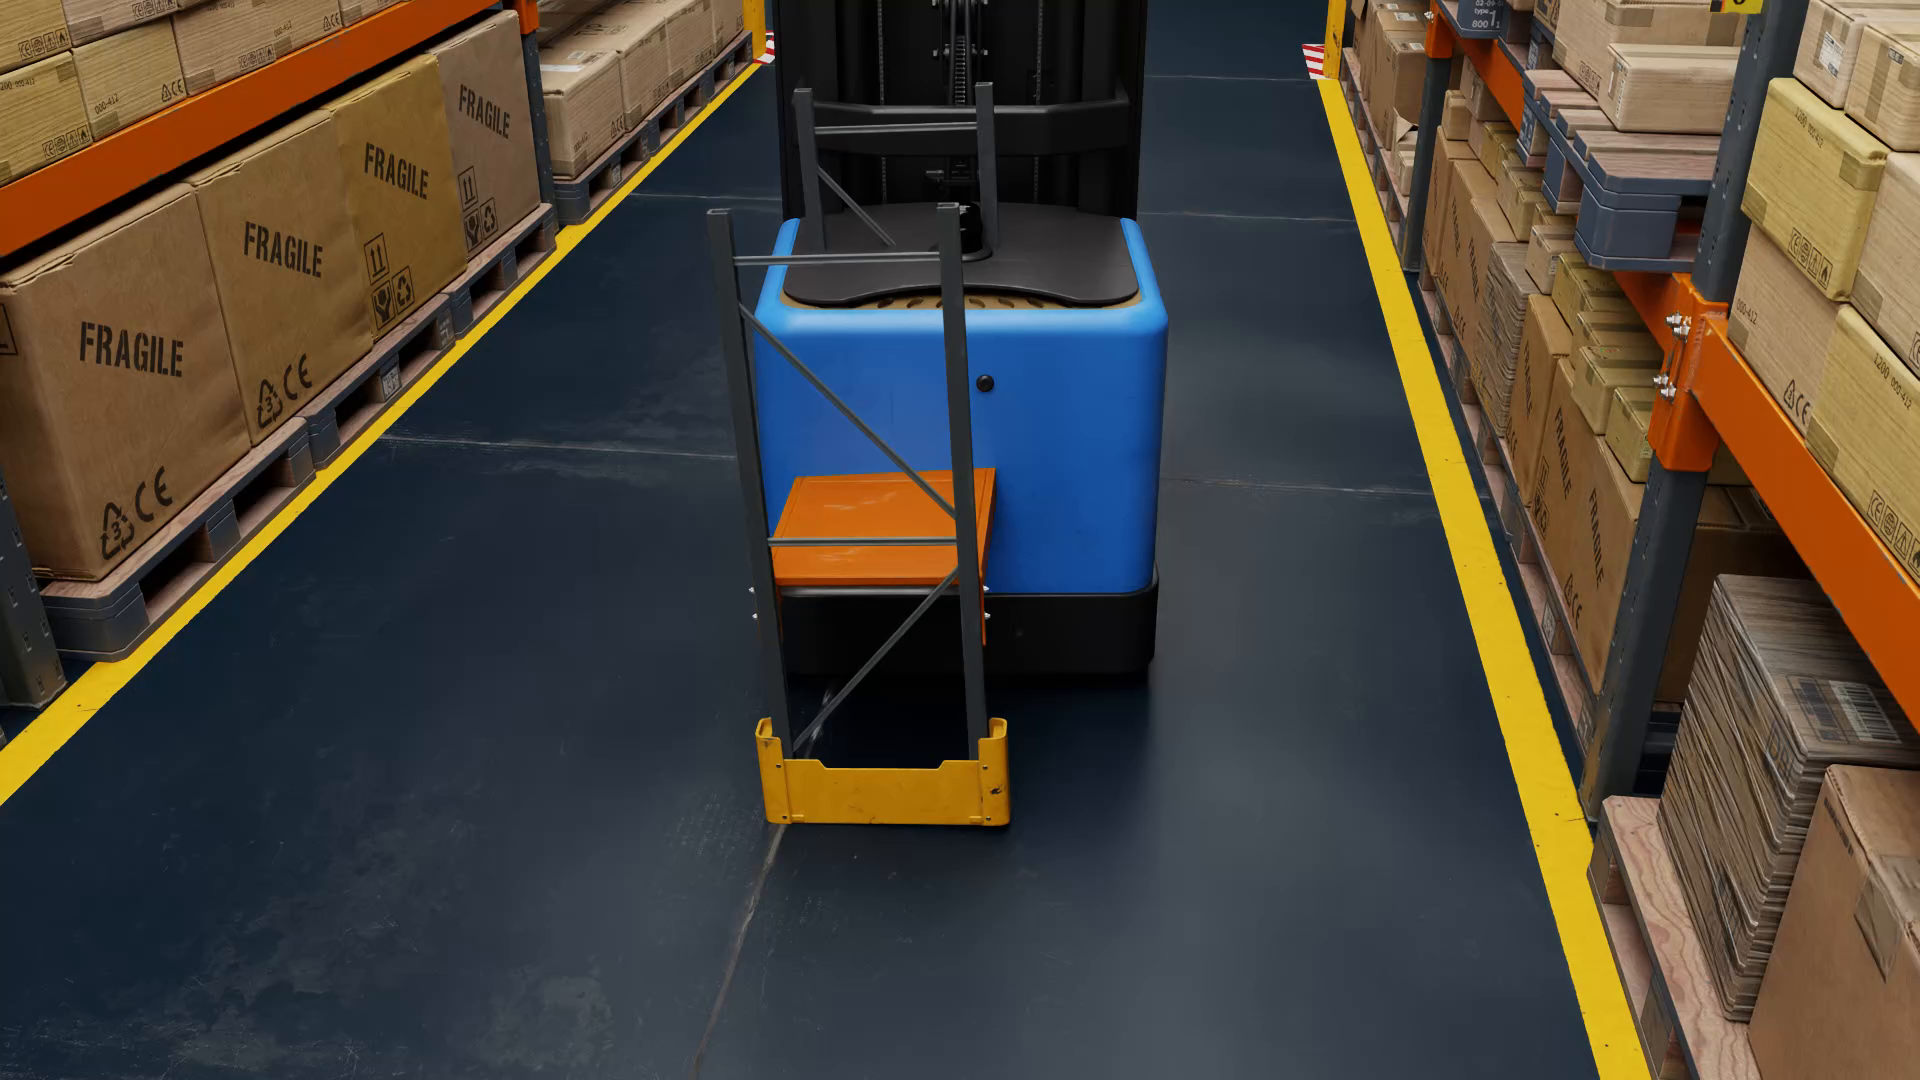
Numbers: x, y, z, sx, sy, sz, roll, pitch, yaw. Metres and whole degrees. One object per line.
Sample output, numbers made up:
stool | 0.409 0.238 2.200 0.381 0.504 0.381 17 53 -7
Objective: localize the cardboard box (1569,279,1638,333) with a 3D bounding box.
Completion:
cardboard box | 1.971 -0.627 4.760 0.380 0.149 0.250 4 29 8

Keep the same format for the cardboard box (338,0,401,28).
cardboard box | -2.380 -2.038 6.028 0.500 0.250 0.500 3 28 5

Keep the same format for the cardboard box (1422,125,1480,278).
cardboard box | 2.213 -1.389 6.858 0.500 0.500 0.500 5 29 8

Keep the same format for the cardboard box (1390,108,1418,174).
cardboard box | 2.316 -1.948 8.143 0.396 0.266 0.258 4 29 8

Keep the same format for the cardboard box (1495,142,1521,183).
cardboard box | 2.190 -1.350 6.101 0.380 0.149 0.250 3 28 5

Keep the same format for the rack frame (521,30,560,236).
rack frame | -2.431 -2.806 7.296 1.000 3.000 0.127 3 28 6

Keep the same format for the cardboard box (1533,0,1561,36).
cardboard box | 2.022 -1.646 4.591 0.797 0.503 0.637 3 28 5

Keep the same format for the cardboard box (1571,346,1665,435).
cardboard box | 1.818 -0.384 4.309 0.380 0.149 0.250 2 28 4

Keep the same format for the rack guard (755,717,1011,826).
rack guard | -0.178 0.548 3.940 0.587 0.250 0.087 0 28 6

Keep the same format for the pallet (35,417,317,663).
pallet | -2.750 -0.062 5.143 1.003 0.211 1.213 3 28 6

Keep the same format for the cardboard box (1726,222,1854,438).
cardboard box | 1.709 -0.376 2.943 0.500 0.250 0.500 3 29 6

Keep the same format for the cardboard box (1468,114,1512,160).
cardboard box | 2.231 -1.601 6.568 0.380 0.149 0.250 3 28 5

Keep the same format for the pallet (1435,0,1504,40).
pallet | 2.290 -2.065 6.123 1.003 0.211 1.213 3 28 6

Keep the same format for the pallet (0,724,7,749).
pallet | -3.018 0.672 3.779 1.003 0.211 1.213 3 28 6

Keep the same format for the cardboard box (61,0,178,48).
cardboard box | -2.549 -1.545 4.585 0.500 0.250 0.500 4 29 7

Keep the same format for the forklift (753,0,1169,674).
forklift | -0.002 -1.588 5.108 1.130 2.935 3.031 0 28 0

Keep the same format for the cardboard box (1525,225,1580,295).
cardboard box | 2.005 -0.876 5.222 0.380 0.149 0.250 2 28 4

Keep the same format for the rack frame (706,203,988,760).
rack frame | -0.212 0.007 3.628 0.500 1.500 0.032 0 28 6

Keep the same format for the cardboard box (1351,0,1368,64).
cardboard box | 2.817 -3.206 10.227 0.797 0.503 0.637 2 28 4

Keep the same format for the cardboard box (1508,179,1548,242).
cardboard box | 2.090 -1.118 5.671 0.380 0.149 0.250 4 29 8

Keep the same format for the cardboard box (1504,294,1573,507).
cardboard box | 1.977 -0.414 5.048 0.500 0.500 0.500 5 29 8

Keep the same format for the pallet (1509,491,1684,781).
pallet | 2.135 0.242 4.578 1.003 0.211 1.213 3 28 6

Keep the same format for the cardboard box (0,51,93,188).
cardboard box | -2.611 -1.073 4.237 0.500 0.250 0.500 3 28 5

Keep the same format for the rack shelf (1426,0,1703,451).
rack shelf | 2.251 -1.261 5.187 1.077 0.370 4.000 3 28 6

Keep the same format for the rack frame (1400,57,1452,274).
rack frame | 2.496 -2.519 6.763 1.000 3.000 0.127 3 28 6

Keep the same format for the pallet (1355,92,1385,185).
pallet | 2.728 -2.191 9.094 1.003 0.211 1.213 3 28 6

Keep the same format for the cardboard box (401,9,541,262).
cardboard box | -2.428 -1.759 7.150 0.875 0.875 0.875 4 29 8

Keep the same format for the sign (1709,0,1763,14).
sign | 1.466 -1.138 3.063 0.100 0.325 0.005 3 28 6

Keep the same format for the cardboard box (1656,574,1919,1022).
cardboard box | 1.916 0.517 3.189 0.875 0.625 0.625 4 29 8

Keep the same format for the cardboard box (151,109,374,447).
cardboard box | -2.641 -0.912 5.578 0.875 0.875 0.875 4 29 7

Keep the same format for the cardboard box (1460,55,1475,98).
cardboard box | 2.248 -1.863 6.741 0.380 0.149 0.250 3 28 5

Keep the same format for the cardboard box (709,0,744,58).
cardboard box | -1.922 -3.429 10.711 0.875 0.438 0.875 2 28 4

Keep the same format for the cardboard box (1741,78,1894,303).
cardboard box | 1.684 -0.597 2.827 0.500 0.250 0.500 3 28 6

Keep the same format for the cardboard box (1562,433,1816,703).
cardboard box | 1.844 0.068 4.154 0.500 0.500 0.500 4 29 8

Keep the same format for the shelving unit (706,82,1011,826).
shelving unit | -0.170 -0.238 4.082 0.587 1.500 1.083 0 28 6

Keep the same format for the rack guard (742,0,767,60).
rack guard | -1.938 -3.600 11.404 1.175 0.500 0.348 3 28 6

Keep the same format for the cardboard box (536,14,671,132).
cardboard box | -2.138 -2.574 9.123 0.875 0.438 0.875 3 28 5

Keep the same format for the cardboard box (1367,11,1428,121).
cardboard box | 2.510 -2.561 9.034 0.500 0.500 0.500 4 29 7

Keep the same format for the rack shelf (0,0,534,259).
rack shelf | -2.676 -1.548 5.719 1.077 0.370 4.000 3 28 6

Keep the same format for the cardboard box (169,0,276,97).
cardboard box | -2.496 -1.562 5.145 0.500 0.250 0.500 4 29 8

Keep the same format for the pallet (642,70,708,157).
pallet | -2.113 -2.508 9.682 1.003 0.211 1.213 3 28 6

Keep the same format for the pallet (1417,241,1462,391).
pallet | 2.434 -0.906 6.710 1.003 0.211 1.213 3 28 6

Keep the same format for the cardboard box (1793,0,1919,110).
cardboard box | 1.674 -0.833 2.844 0.380 0.149 0.250 4 29 8

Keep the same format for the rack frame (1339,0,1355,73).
rack frame | 2.986 -4.402 10.258 1.000 3.000 0.127 3 28 6

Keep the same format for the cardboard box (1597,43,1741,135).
cardboard box | 1.705 -1.042 3.844 0.380 0.149 0.250 4 29 7

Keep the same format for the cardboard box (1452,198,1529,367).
cardboard box | 2.092 -0.903 5.956 0.500 0.500 0.500 3 28 5

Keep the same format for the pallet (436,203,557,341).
pallet | -2.451 -1.211 7.275 1.003 0.211 1.213 3 28 6
